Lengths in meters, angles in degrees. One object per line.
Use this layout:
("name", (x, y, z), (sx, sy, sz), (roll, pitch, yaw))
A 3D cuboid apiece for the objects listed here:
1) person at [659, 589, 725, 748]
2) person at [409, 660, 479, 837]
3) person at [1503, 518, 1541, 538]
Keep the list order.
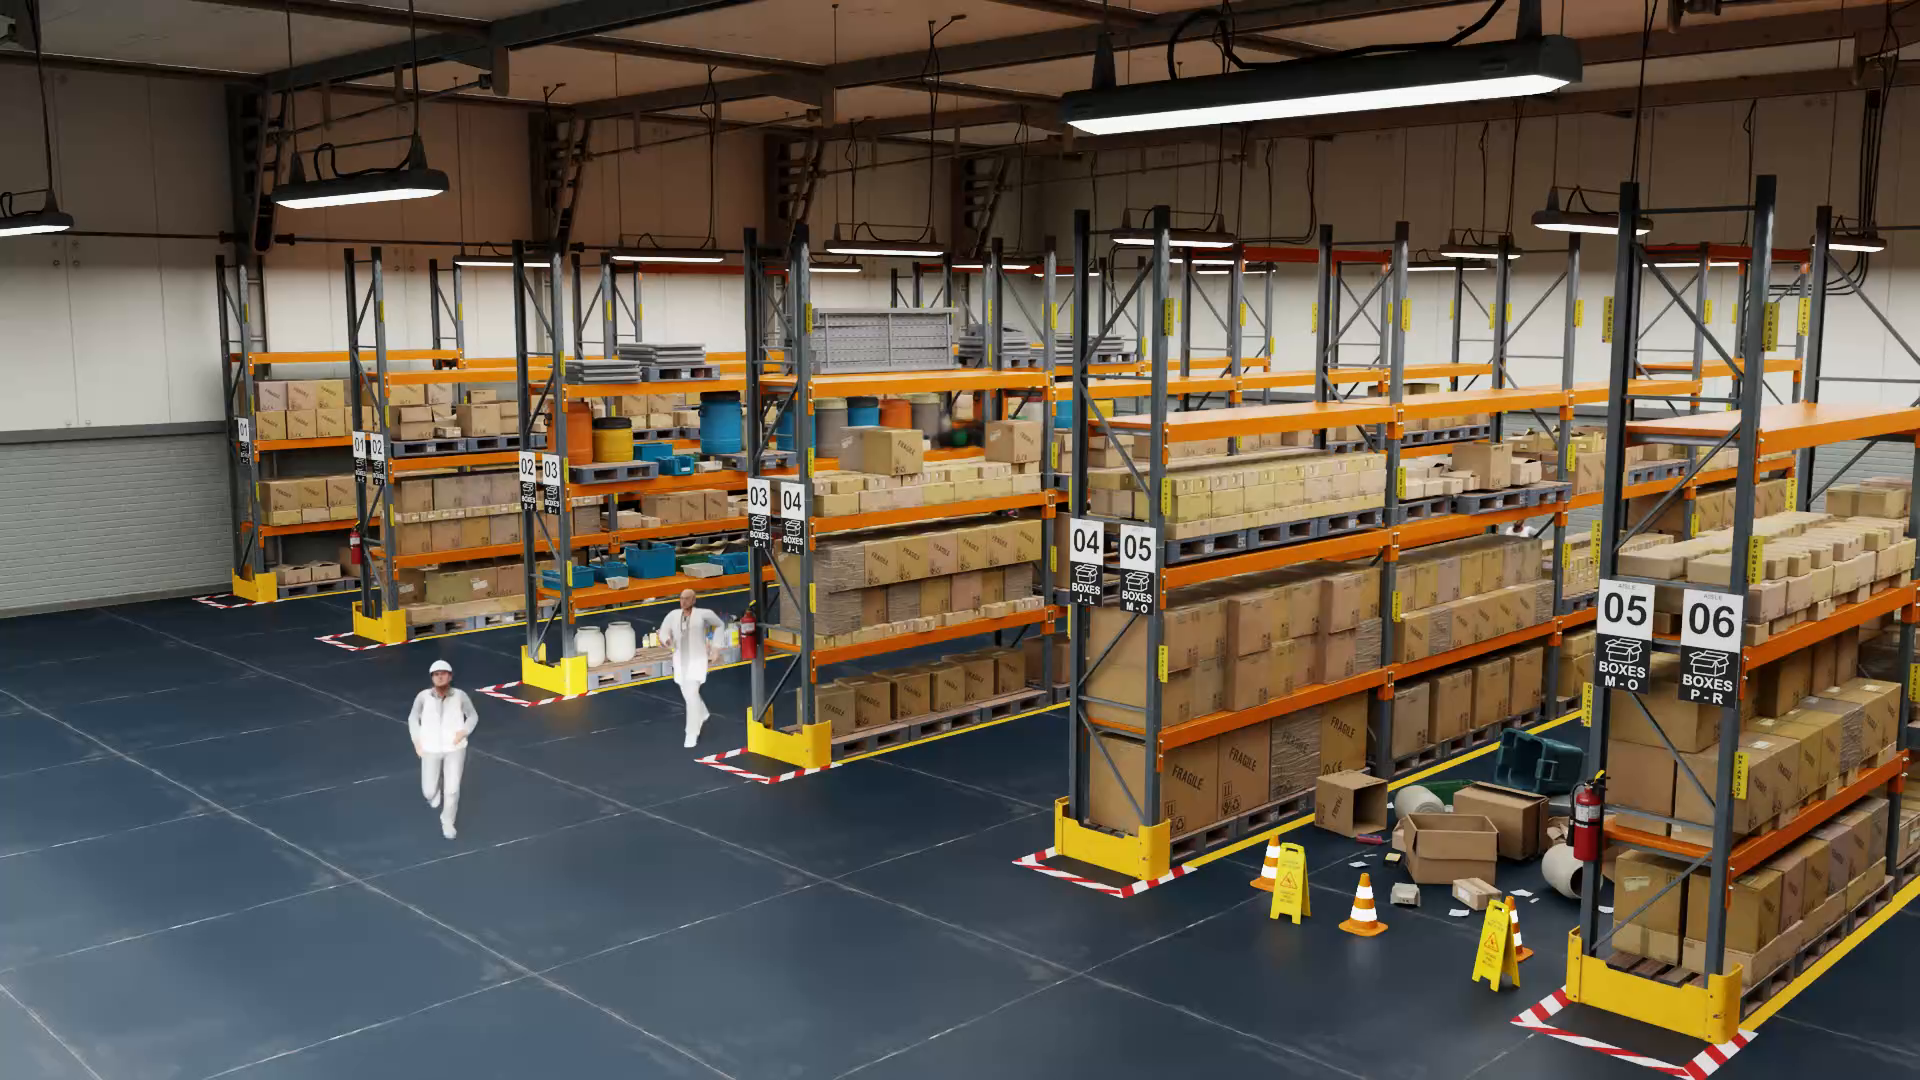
("person", (-3.208, 1.489, 19.793), (0.700, 1.854, 0.897), (2, 8, 17))
("person", (-5.066, 2.019, 16.345), (0.662, 1.708, 0.627), (-2, 8, -11))
("person", (9.330, 0.379, 27.776), (0.716, 1.731, 0.539), (7, 11, 42))
